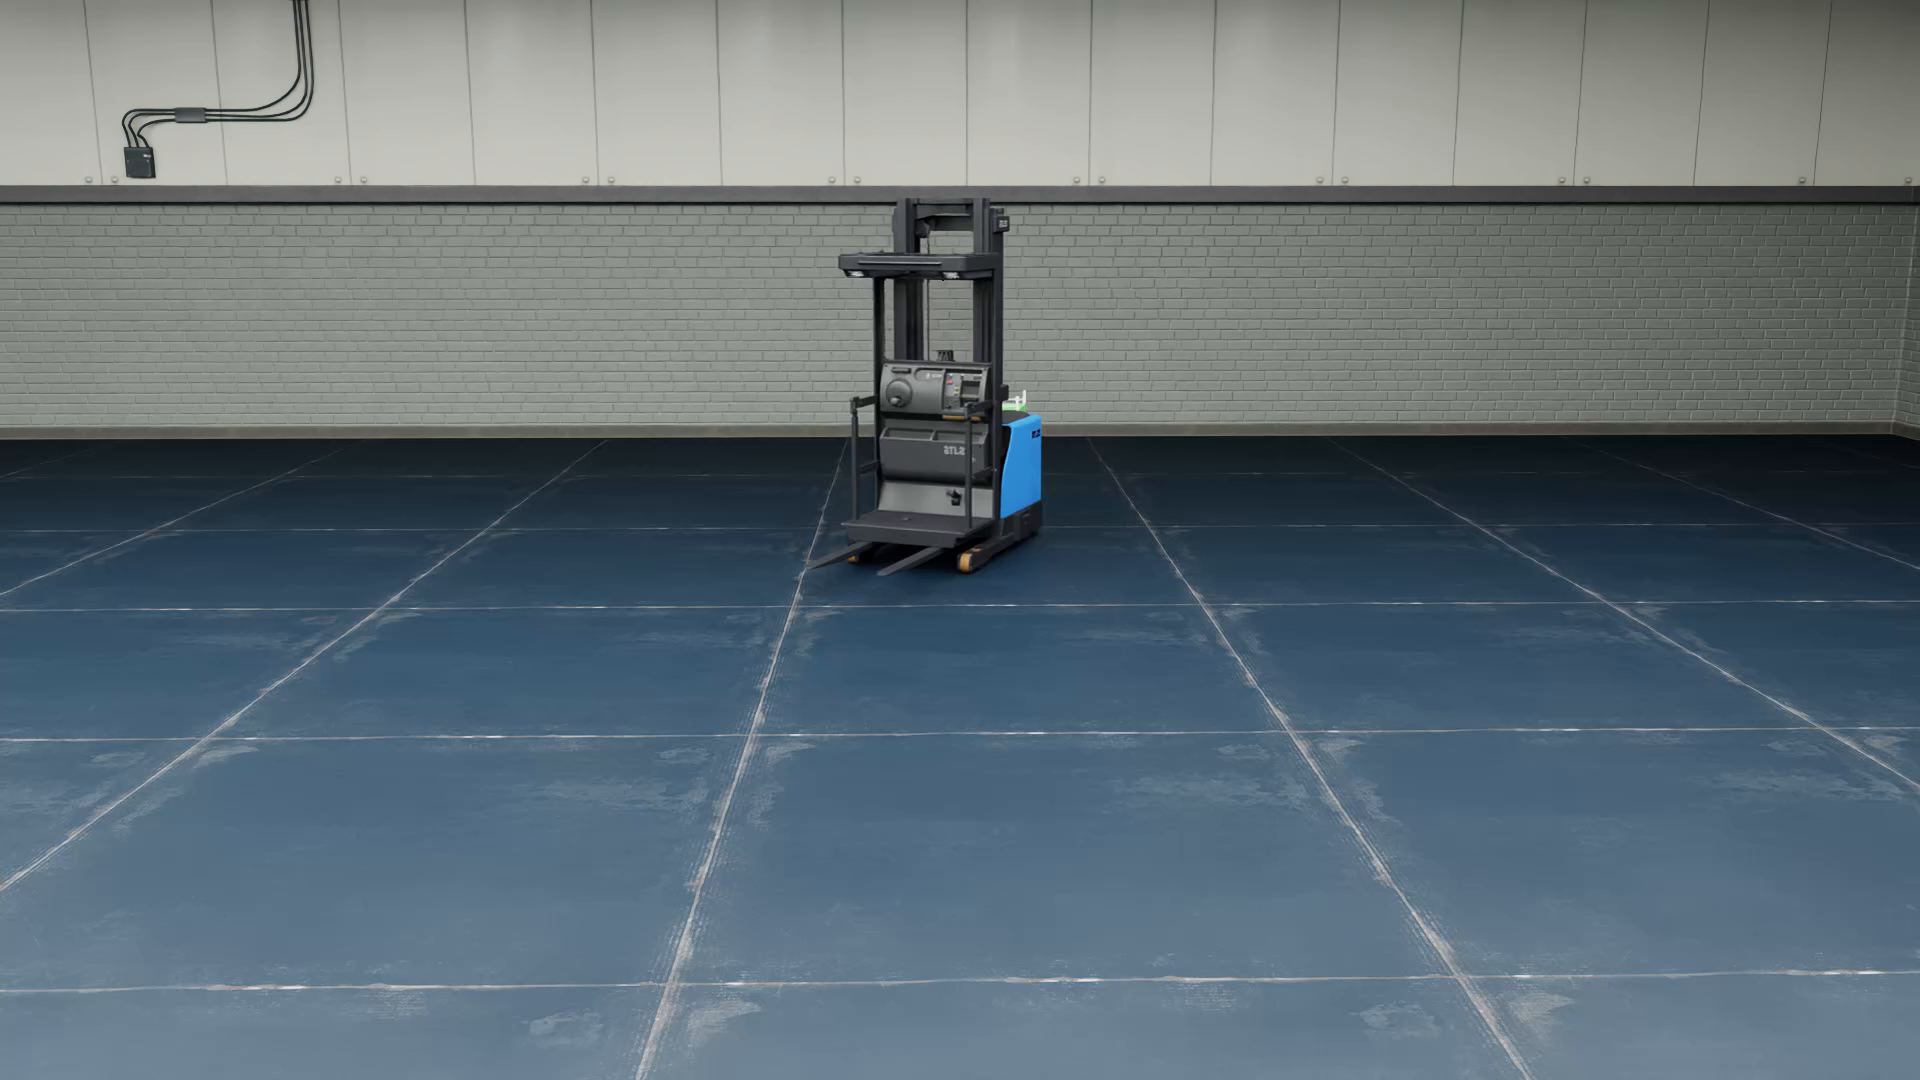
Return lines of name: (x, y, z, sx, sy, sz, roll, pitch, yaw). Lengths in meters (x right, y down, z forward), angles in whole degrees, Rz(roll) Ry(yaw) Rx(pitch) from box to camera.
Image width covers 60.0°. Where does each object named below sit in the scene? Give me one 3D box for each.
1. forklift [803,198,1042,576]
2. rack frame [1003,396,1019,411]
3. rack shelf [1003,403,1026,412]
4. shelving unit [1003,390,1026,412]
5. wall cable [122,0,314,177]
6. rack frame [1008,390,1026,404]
forklift: (-0.292, -1.264, 13.418, 1.130, 2.935, 3.031, 5, 12, 22)
rack frame: (0.406, -0.695, 14.969, 0.240, 1.200, 0.015, 2, 12, 9)
rack shelf: (0.445, -1.151, 15.122, 0.258, 0.148, 0.480, 2, 12, 9)
shelving unit: (0.445, -0.743, 15.205, 0.258, 1.200, 0.503, 2, 12, 9)
wall cable: (-8.908, -7.335, 19.527, 2.305, 6.003, 0.169, 0, 11, -1)
rack frame: (0.484, -0.791, 15.441, 0.240, 1.200, 0.015, 2, 12, 9)
